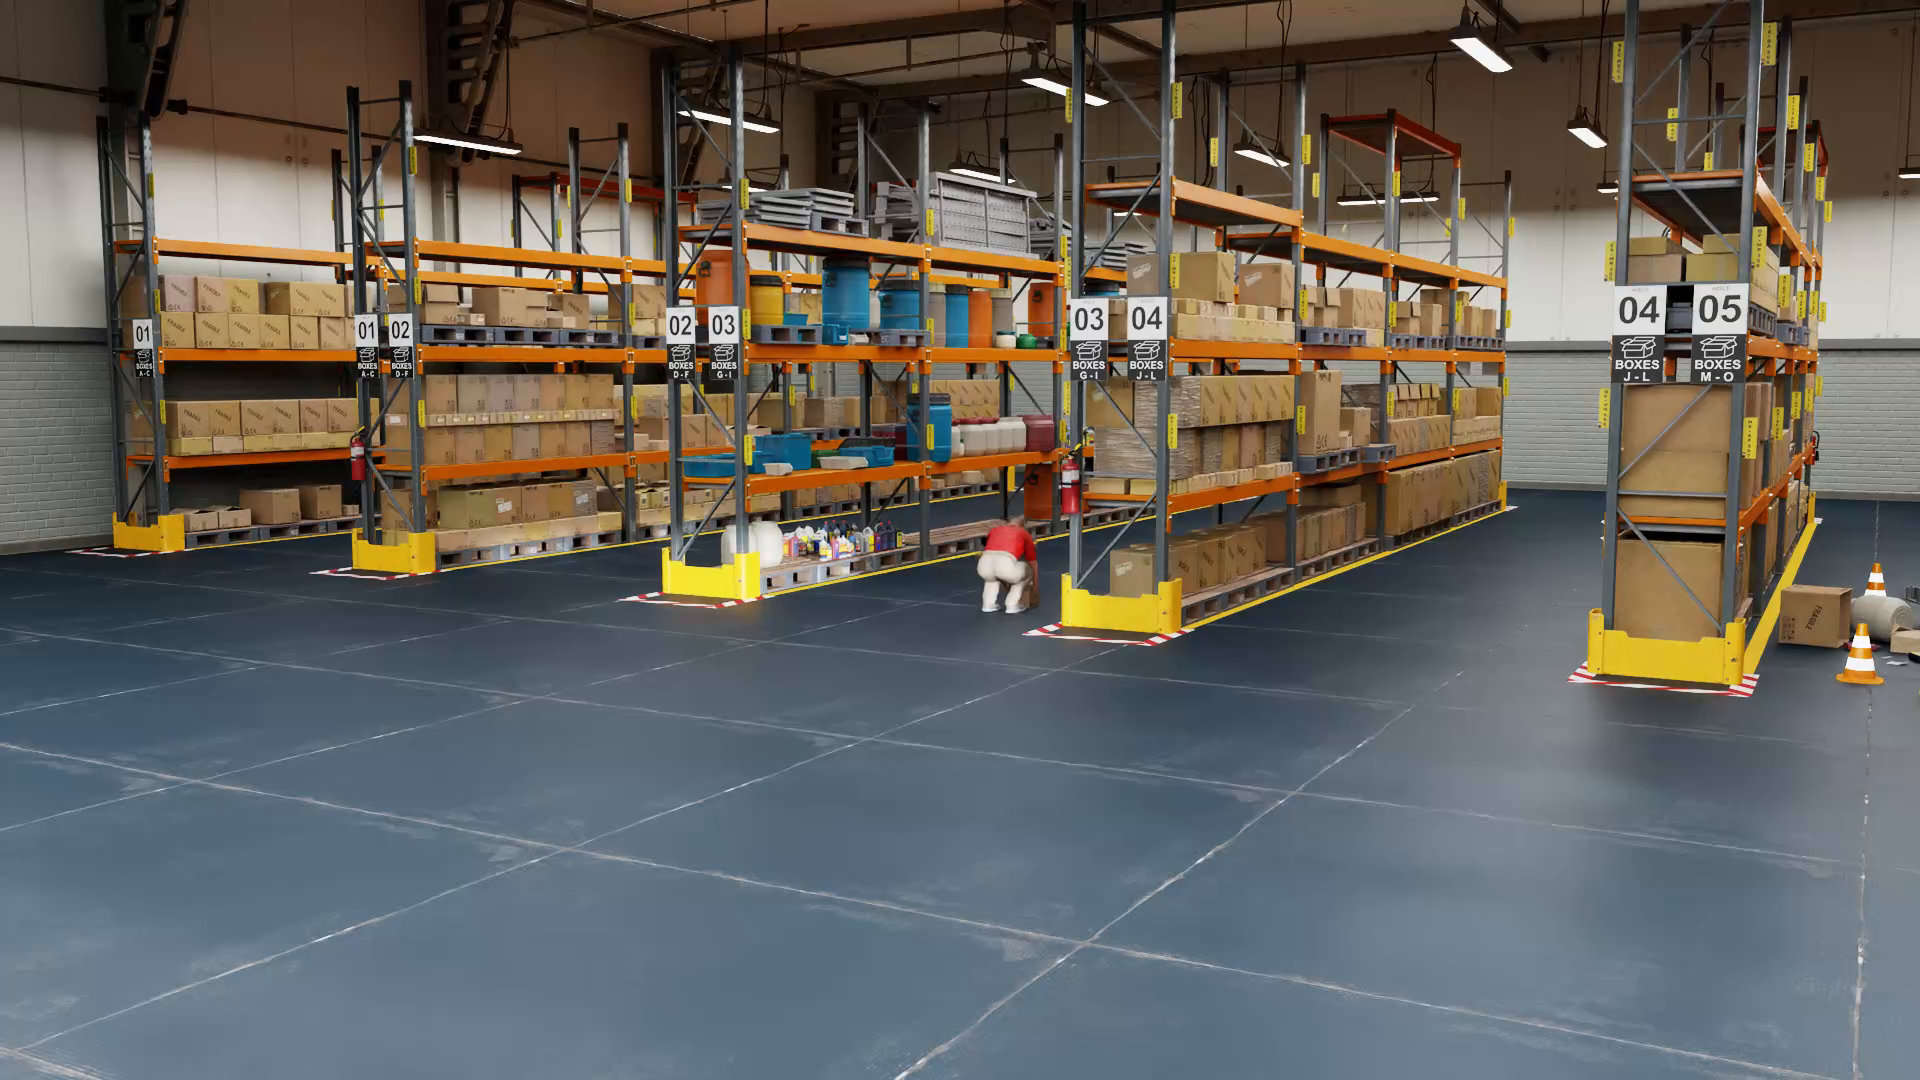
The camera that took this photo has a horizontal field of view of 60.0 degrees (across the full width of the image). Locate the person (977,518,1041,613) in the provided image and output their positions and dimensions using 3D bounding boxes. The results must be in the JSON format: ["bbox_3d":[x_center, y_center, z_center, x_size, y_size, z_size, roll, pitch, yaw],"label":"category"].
[{"bbox_3d":[0.481,0.269,17.439,0.559,0.949,0.879,3,7,28],"label":"person"}]
